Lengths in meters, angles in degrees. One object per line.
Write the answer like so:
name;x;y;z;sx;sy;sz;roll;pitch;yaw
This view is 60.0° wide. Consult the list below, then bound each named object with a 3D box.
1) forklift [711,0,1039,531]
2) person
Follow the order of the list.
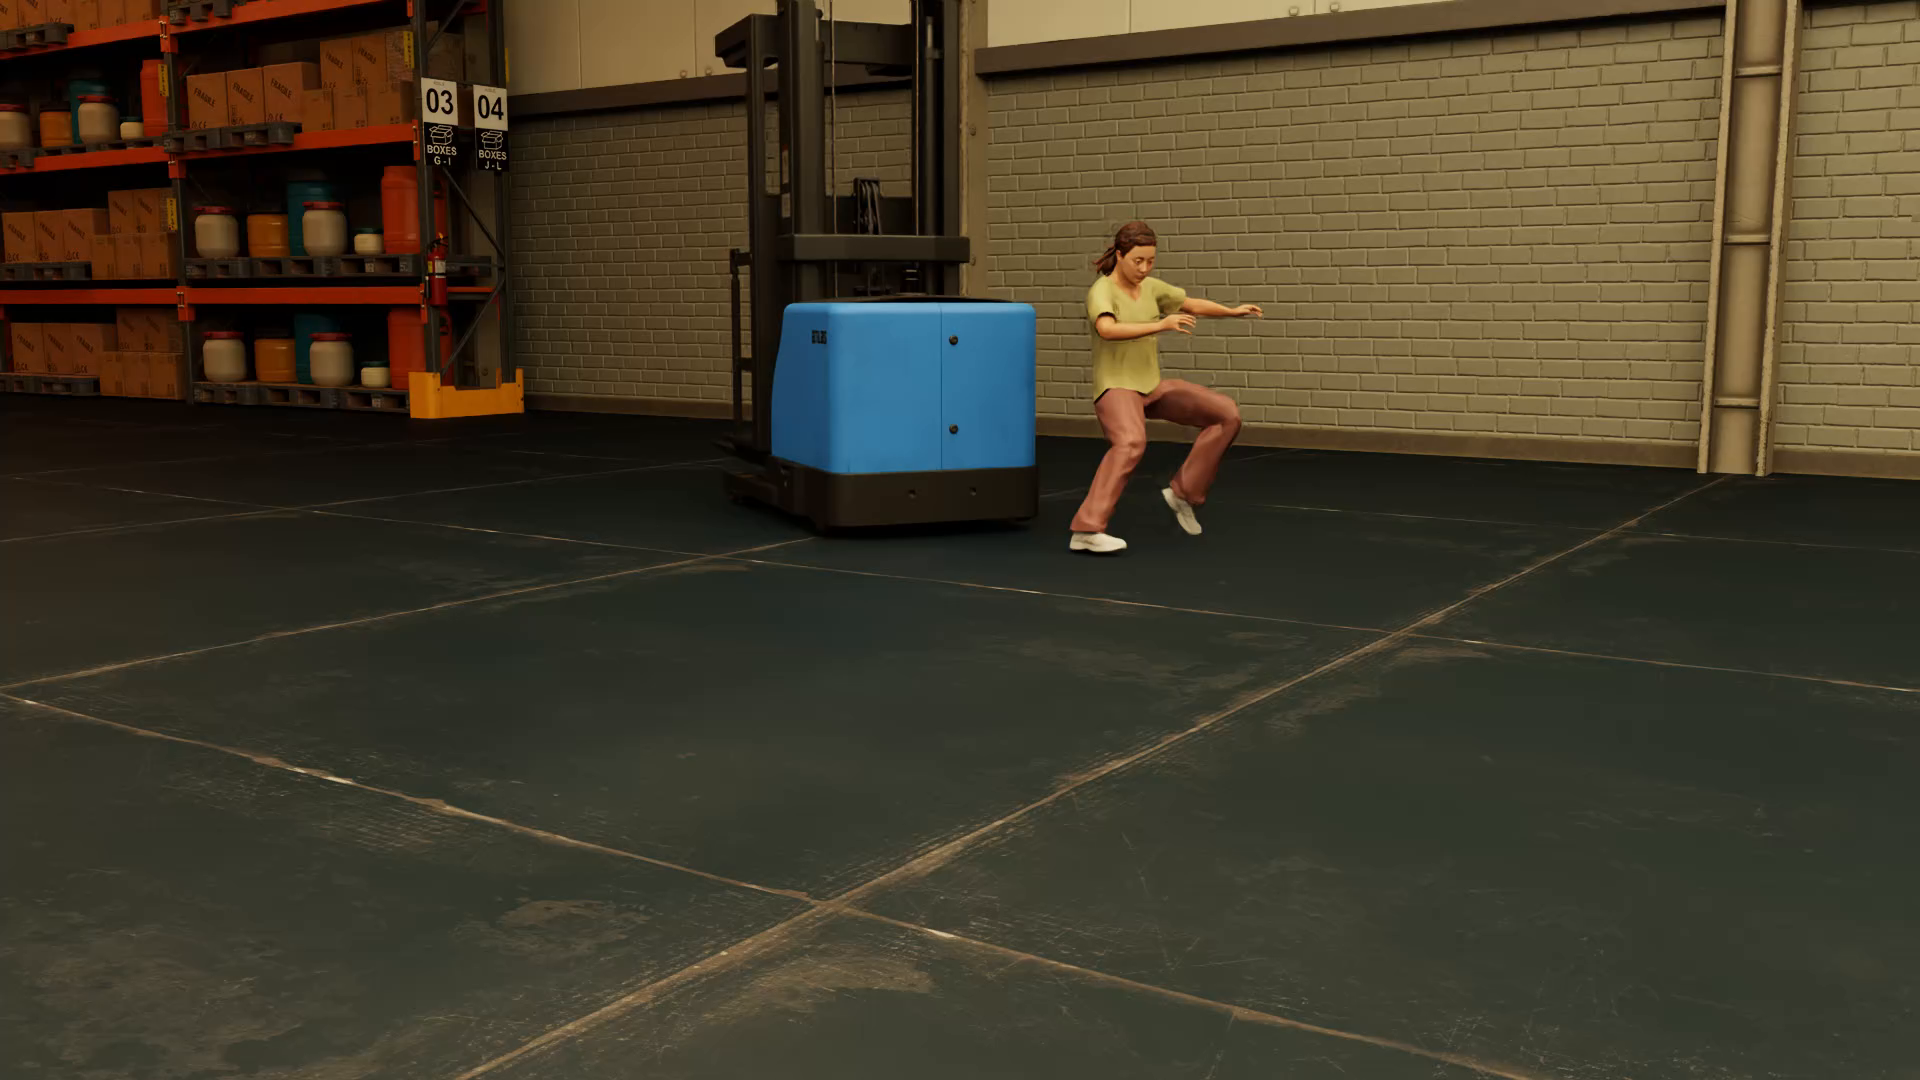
forklift;-0.652;-1.660;8.864;1.130;2.935;3.031;-3;9;-22
person;0.860;-0.690;7.419;0.954;1.450;0.668;-6;10;-36
